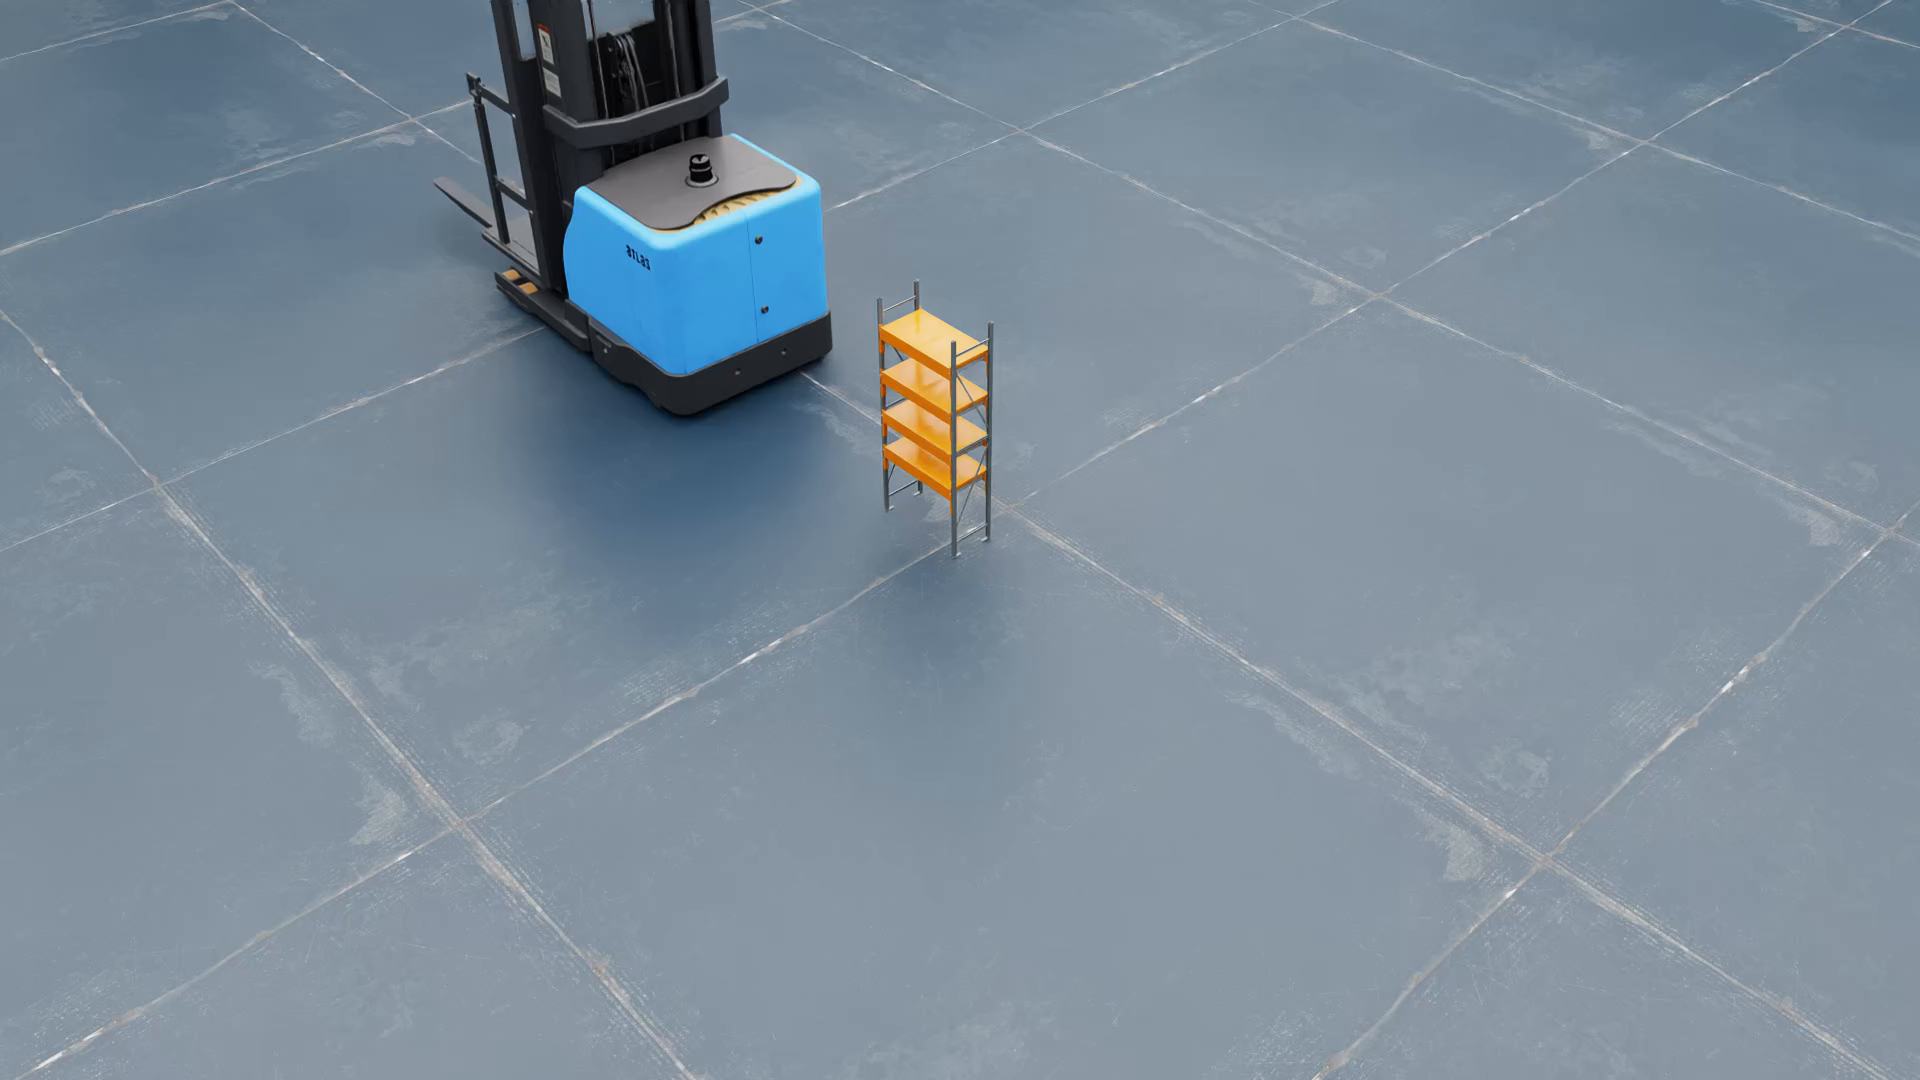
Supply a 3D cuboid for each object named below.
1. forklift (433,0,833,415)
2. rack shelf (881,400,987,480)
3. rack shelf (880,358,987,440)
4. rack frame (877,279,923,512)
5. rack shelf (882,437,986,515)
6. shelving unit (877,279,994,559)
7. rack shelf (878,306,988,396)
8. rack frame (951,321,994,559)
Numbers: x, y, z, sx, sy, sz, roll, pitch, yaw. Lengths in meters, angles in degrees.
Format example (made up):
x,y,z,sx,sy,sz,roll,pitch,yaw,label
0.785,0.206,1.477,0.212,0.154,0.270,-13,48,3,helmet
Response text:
x,y,z,sx,sy,sz,roll,pitch,yaw,label
-2.049,-2.641,8.895,1.130,2.935,3.031,-29,47,-31,forklift
-0.112,-0.491,7.718,0.258,0.148,0.480,-30,48,-32,rack shelf
-0.112,-0.665,7.577,0.258,0.148,0.480,-30,48,-32,rack shelf
-0.277,-0.656,7.816,0.240,1.200,0.015,-30,48,-32,rack frame
-0.112,-0.337,7.843,0.258,0.148,0.480,-30,48,-32,rack shelf
-0.112,-0.543,7.676,0.258,1.200,0.503,-30,48,-32,shelving unit
-0.112,-0.849,7.429,0.258,0.148,0.480,-30,48,-32,rack shelf
0.053,-0.430,7.536,0.240,1.200,0.015,-30,48,-32,rack frame
